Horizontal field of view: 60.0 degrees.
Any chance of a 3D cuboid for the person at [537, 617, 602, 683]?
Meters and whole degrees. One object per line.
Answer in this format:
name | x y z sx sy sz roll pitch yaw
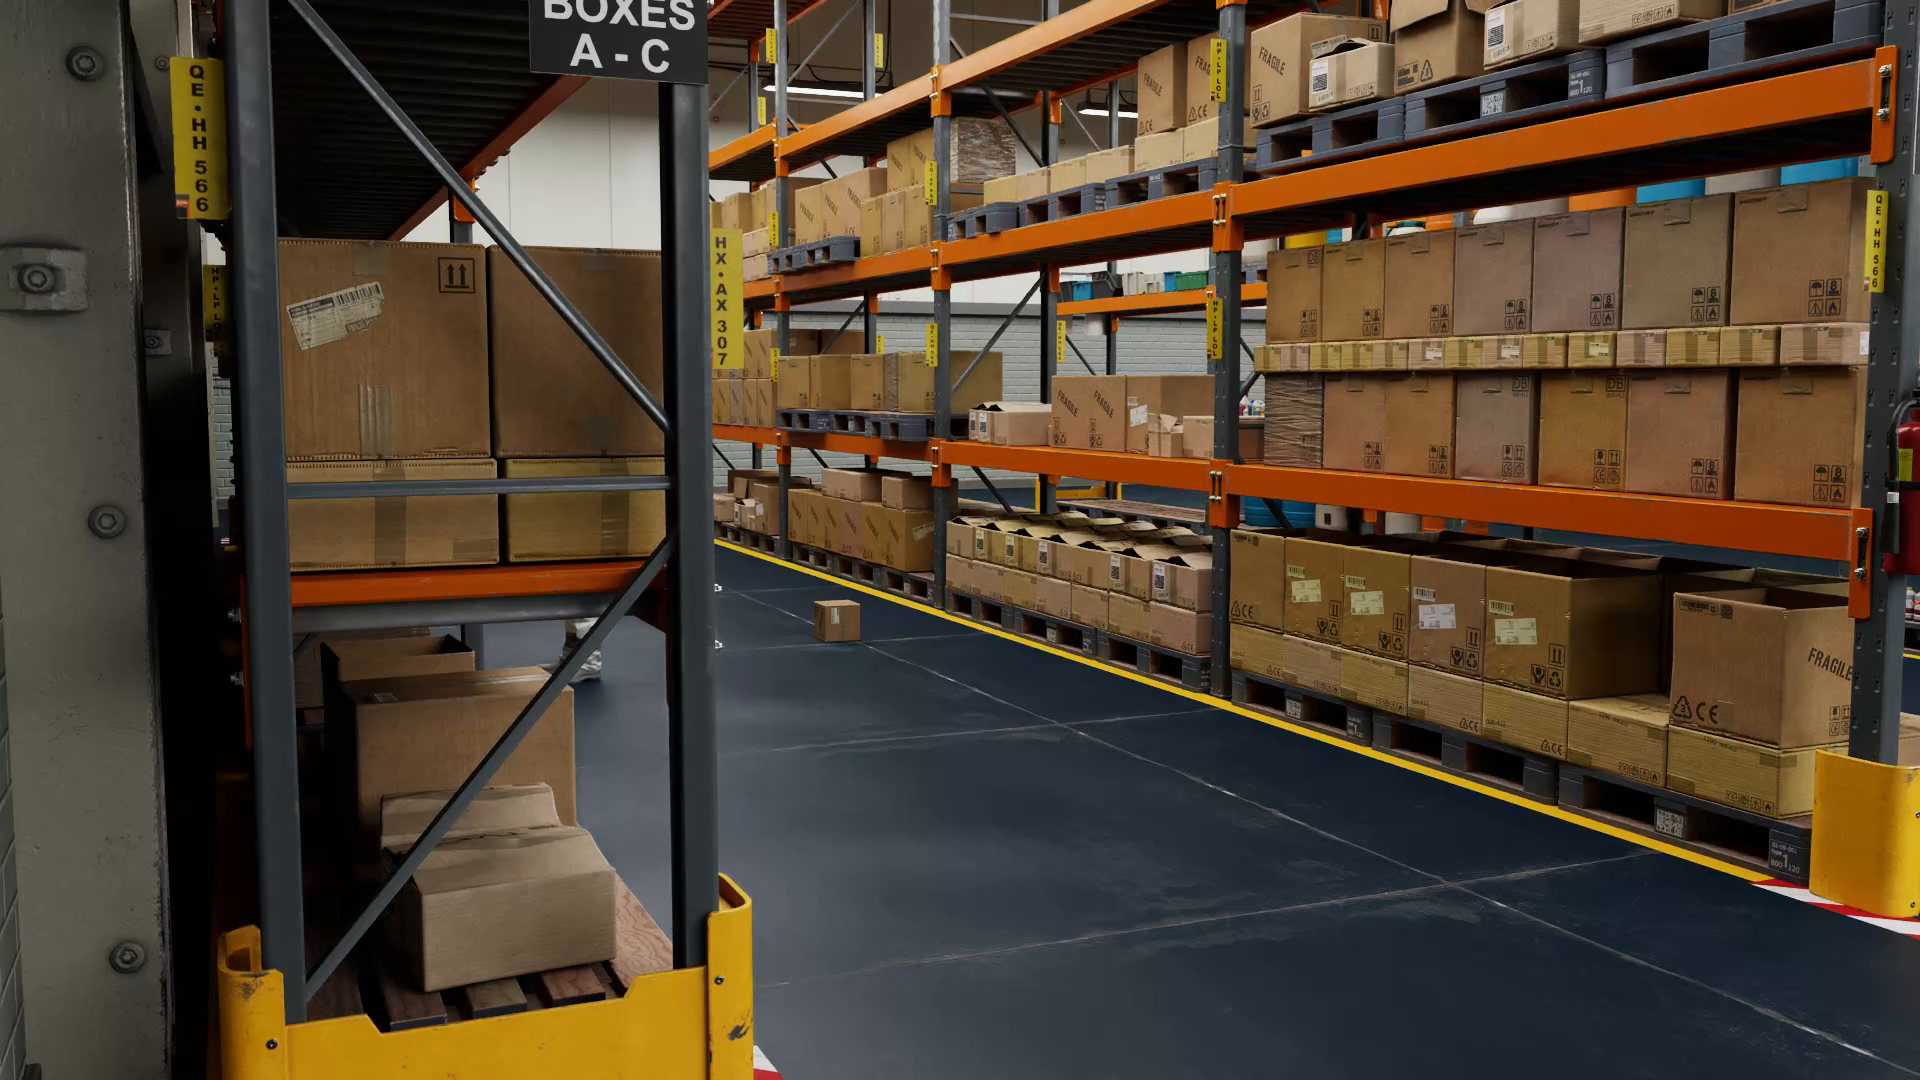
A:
person | -2.289 -0.070 9.813 0.386 1.794 0.526 -3 6 -27
